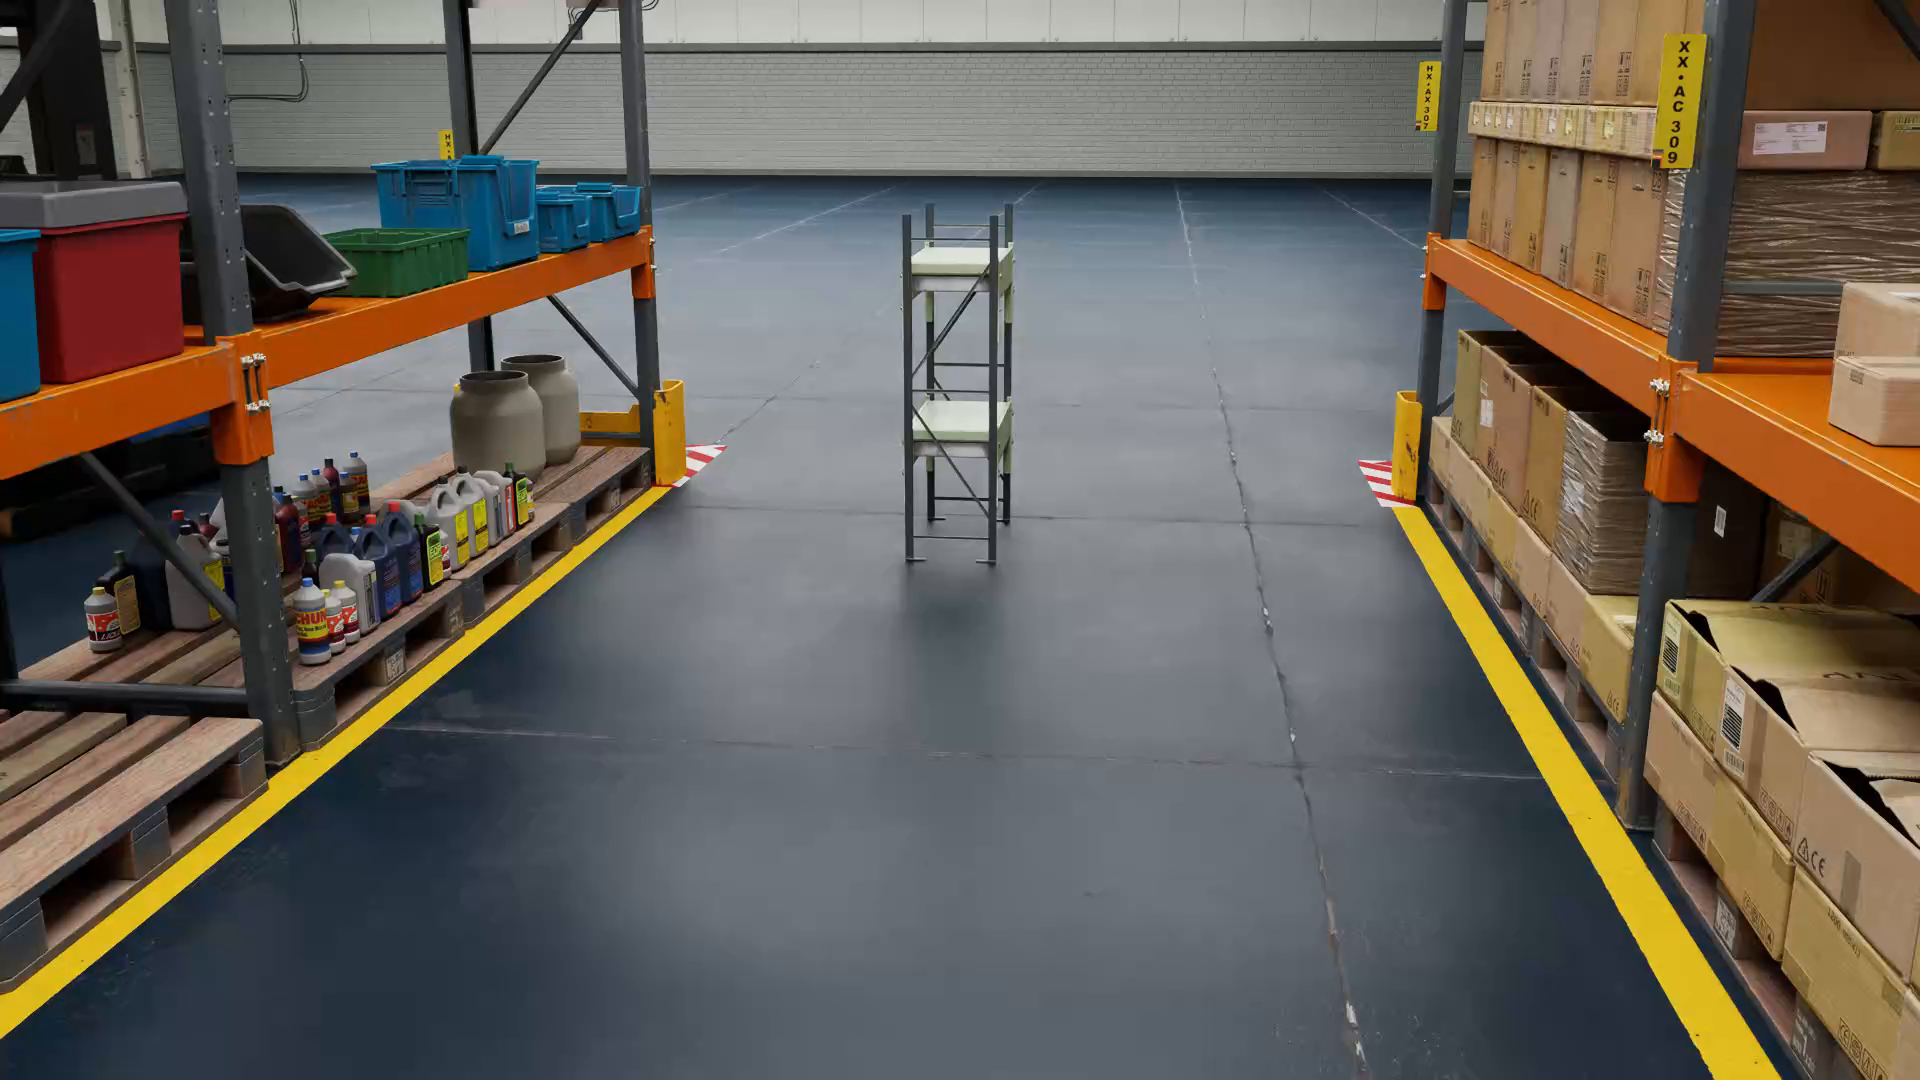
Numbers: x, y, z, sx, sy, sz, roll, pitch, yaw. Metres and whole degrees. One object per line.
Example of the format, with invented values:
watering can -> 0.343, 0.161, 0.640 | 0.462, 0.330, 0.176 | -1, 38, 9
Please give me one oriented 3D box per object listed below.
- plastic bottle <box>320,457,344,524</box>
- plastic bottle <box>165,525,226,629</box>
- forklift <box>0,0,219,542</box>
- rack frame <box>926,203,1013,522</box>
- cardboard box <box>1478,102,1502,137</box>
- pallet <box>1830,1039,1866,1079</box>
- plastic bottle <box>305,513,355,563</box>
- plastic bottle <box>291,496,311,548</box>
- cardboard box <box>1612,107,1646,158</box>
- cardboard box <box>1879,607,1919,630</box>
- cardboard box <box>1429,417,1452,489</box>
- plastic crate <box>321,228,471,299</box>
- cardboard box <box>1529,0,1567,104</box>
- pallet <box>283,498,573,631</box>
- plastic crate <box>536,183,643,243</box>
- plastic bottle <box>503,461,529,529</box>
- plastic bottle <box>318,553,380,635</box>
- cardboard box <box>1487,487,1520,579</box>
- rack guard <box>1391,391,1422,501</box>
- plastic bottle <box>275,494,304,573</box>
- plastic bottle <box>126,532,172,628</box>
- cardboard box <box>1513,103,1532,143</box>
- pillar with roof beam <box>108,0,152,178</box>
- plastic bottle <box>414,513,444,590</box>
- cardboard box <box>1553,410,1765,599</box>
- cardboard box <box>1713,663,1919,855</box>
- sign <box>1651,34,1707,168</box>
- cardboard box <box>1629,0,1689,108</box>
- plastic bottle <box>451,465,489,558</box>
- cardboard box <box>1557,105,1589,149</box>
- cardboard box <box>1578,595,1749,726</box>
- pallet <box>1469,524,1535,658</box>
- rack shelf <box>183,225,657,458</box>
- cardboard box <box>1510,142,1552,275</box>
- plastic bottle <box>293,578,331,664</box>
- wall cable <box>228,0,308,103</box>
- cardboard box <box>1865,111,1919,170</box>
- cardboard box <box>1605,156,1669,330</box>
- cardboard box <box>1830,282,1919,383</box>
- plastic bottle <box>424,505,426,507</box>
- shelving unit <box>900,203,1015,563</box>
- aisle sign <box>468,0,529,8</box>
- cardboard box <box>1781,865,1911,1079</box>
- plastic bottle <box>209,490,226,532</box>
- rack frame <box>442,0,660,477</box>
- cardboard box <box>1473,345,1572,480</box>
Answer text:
plastic bottle -> -2.666, -0.198, 7.010 | 0.061, 0.283, 0.133 | 2, 15, 7
plastic bottle -> -2.630, 0.116, 5.718 | 0.144, 0.351, 0.185 | 2, 15, 6
forklift -> -4.728, -1.518, 7.662 | 1.130, 2.935, 3.031 | 4, 16, 15
rack frame -> 0.042, -0.821, 7.824 | 0.400, 1.500, 0.023 | 2, 15, 6
cardboard box -> 2.527, -1.867, 7.386 | 0.380, 0.149, 0.250 | 1, 15, 5
pallet -> 2.182, 1.223, 2.733 | 1.003, 0.211, 1.213 | 2, 15, 6
plastic bottle -> -2.200, 0.086, 5.829 | 0.144, 0.351, 0.185 | 2, 15, 6
plastic bottle -> -2.684, -0.076, 6.716 | 0.097, 0.201, 0.097 | 0, 15, 0
cardboard box -> 2.265, -1.271, 5.180 | 0.380, 0.149, 0.250 | 2, 15, 6
cardboard box -> 2.601, 0.335, 4.064 | 0.500, 0.311, 0.500 | 2, 15, 6
cardboard box -> 2.531, -0.412, 7.904 | 0.500, 0.250, 0.500 | 2, 15, 6
plastic crate -> -2.126, -1.020, 6.095 | 0.450, 0.188, 0.662 | 2, 15, 6
cardboard box -> 2.631, -1.942, 6.422 | 0.700, 0.500, 0.500 | 2, 15, 6
pallet -> -2.307, 0.077, 6.973 | 1.003, 0.211, 1.213 | 2, 15, 6
plastic crate -> -1.868, -1.606, 8.140 | 0.499, 0.251, 0.616 | 2, 15, 6
plastic bottle -> -1.875, -0.197, 7.007 | 0.061, 0.283, 0.133 | 2, 15, 8
plastic bottle -> -2.079, 0.169, 5.666 | 0.152, 0.276, 0.135 | 2, 15, 8
cardboard box -> 2.360, -0.023, 6.465 | 0.500, 0.250, 0.500 | 2, 15, 6
rack guard -> 2.815, -0.469, 8.439 | 1.175, 0.500, 0.348 | 2, 15, 6
plastic bottle -> -2.587, -0.028, 6.381 | 0.061, 0.283, 0.133 | 2, 15, 6
plastic bottle -> -2.774, 0.112, 5.734 | 0.144, 0.351, 0.185 | 1, 15, 5
cardboard box -> 2.440, -1.668, 6.649 | 0.380, 0.149, 0.250 | 1, 15, 4
pillar with roof beam -> -15.120, -12.795, 37.742 | 9.100, 9.000, 0.400 | 2, 15, 6
plastic bottle -> -1.975, 0.032, 6.157 | 0.061, 0.283, 0.133 | 2, 15, 9
cardboard box -> 2.265, -0.126, 5.406 | 0.500, 0.500, 0.500 | 2, 15, 6
cardboard box -> 2.006, 0.451, 3.635 | 0.500, 0.311, 0.500 | 2, 15, 6
sign -> 1.810, -1.104, 4.189 | 0.100, 0.325, 0.005 | 2, 15, 6
cardboard box -> 2.461, -1.553, 4.982 | 0.700, 0.500, 0.500 | 2, 15, 6
plastic bottle -> -1.966, -0.117, 6.581 | 0.144, 0.351, 0.185 | 2, 15, 9
cardboard box -> 2.351, -1.469, 5.913 | 0.380, 0.149, 0.250 | 2, 15, 8
cardboard box -> 2.197, 0.366, 5.026 | 0.500, 0.250, 0.500 | 2, 15, 6
pallet -> 2.628, 0.192, 6.549 | 1.003, 0.211, 1.213 | 2, 15, 6
rack shelf -> -2.334, -0.950, 6.809 | 1.077, 0.370, 4.000 | 2, 15, 6
cardboard box -> 2.631, -1.332, 6.651 | 0.700, 0.500, 0.500 | 2, 15, 7
plastic bottle -> -2.088, 0.256, 5.353 | 0.097, 0.271, 0.097 | 0, 15, 0
wall cable -> -17.752, -12.148, 41.298 | 3.097, 2.526, 0.112 | 2, 15, 6
cardboard box -> 2.584, -1.058, 4.392 | 0.380, 0.149, 0.250 | 2, 15, 6
cardboard box -> 2.458, -0.933, 5.173 | 0.700, 0.500, 0.500 | 2, 15, 6
cardboard box -> 2.349, -0.431, 3.796 | 0.500, 0.250, 0.500 | 3, 15, 10
plastic bottle -> -2.091, -0.037, 6.572 | 0.097, 0.201, 0.097 | 0, 15, 0
shelving unit -> 0.001, -0.726, 7.473 | 0.431, 1.500, 0.755 | 2, 15, 6
aisle sign -> -2.391, -3.099, 8.395 | 0.394, 0.787, 0.004 | 2, 15, 6
cardboard box -> 1.955, 0.857, 3.210 | 0.500, 0.250, 0.500 | 1, 15, 5
plastic bottle -> -2.715, -0.022, 6.228 | 0.144, 0.351, 0.185 | 2, 15, 6
rack frame -> -2.108, -1.816, 8.633 | 1.000, 3.000, 0.127 | 2, 15, 6
cardboard box -> 2.433, -0.515, 6.845 | 0.500, 0.500, 0.500 | 2, 15, 6
